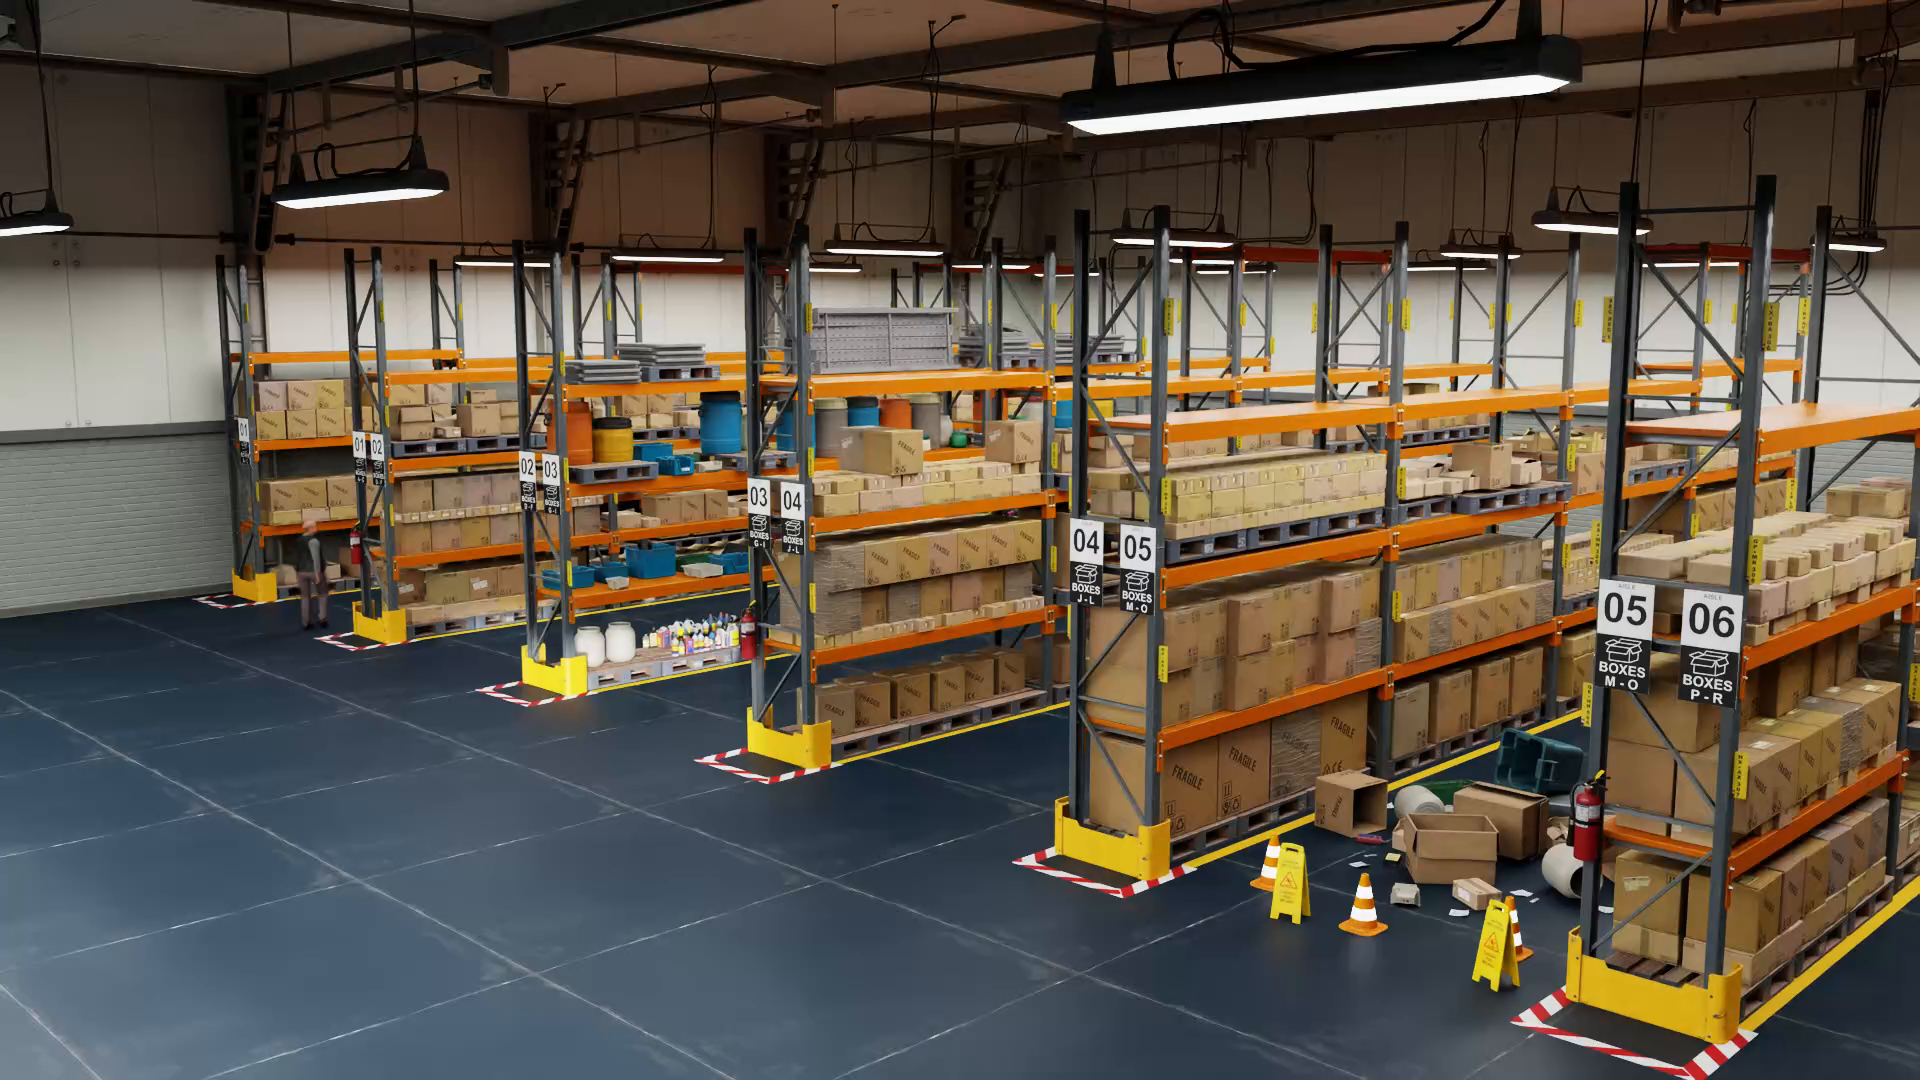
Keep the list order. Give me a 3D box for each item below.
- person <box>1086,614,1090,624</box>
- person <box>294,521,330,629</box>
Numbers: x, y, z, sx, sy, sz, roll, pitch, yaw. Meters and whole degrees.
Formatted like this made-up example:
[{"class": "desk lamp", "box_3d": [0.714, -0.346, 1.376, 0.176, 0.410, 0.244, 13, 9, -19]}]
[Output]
[{"class": "person", "box_3d": [2.109, 0.370, 25.598, 0.515, 1.803, 0.551, 1, 8, 4]}, {"class": "person", "box_3d": [-10.386, 0.578, 26.606, 0.474, 1.793, 0.626, -1, 8, -9]}]
